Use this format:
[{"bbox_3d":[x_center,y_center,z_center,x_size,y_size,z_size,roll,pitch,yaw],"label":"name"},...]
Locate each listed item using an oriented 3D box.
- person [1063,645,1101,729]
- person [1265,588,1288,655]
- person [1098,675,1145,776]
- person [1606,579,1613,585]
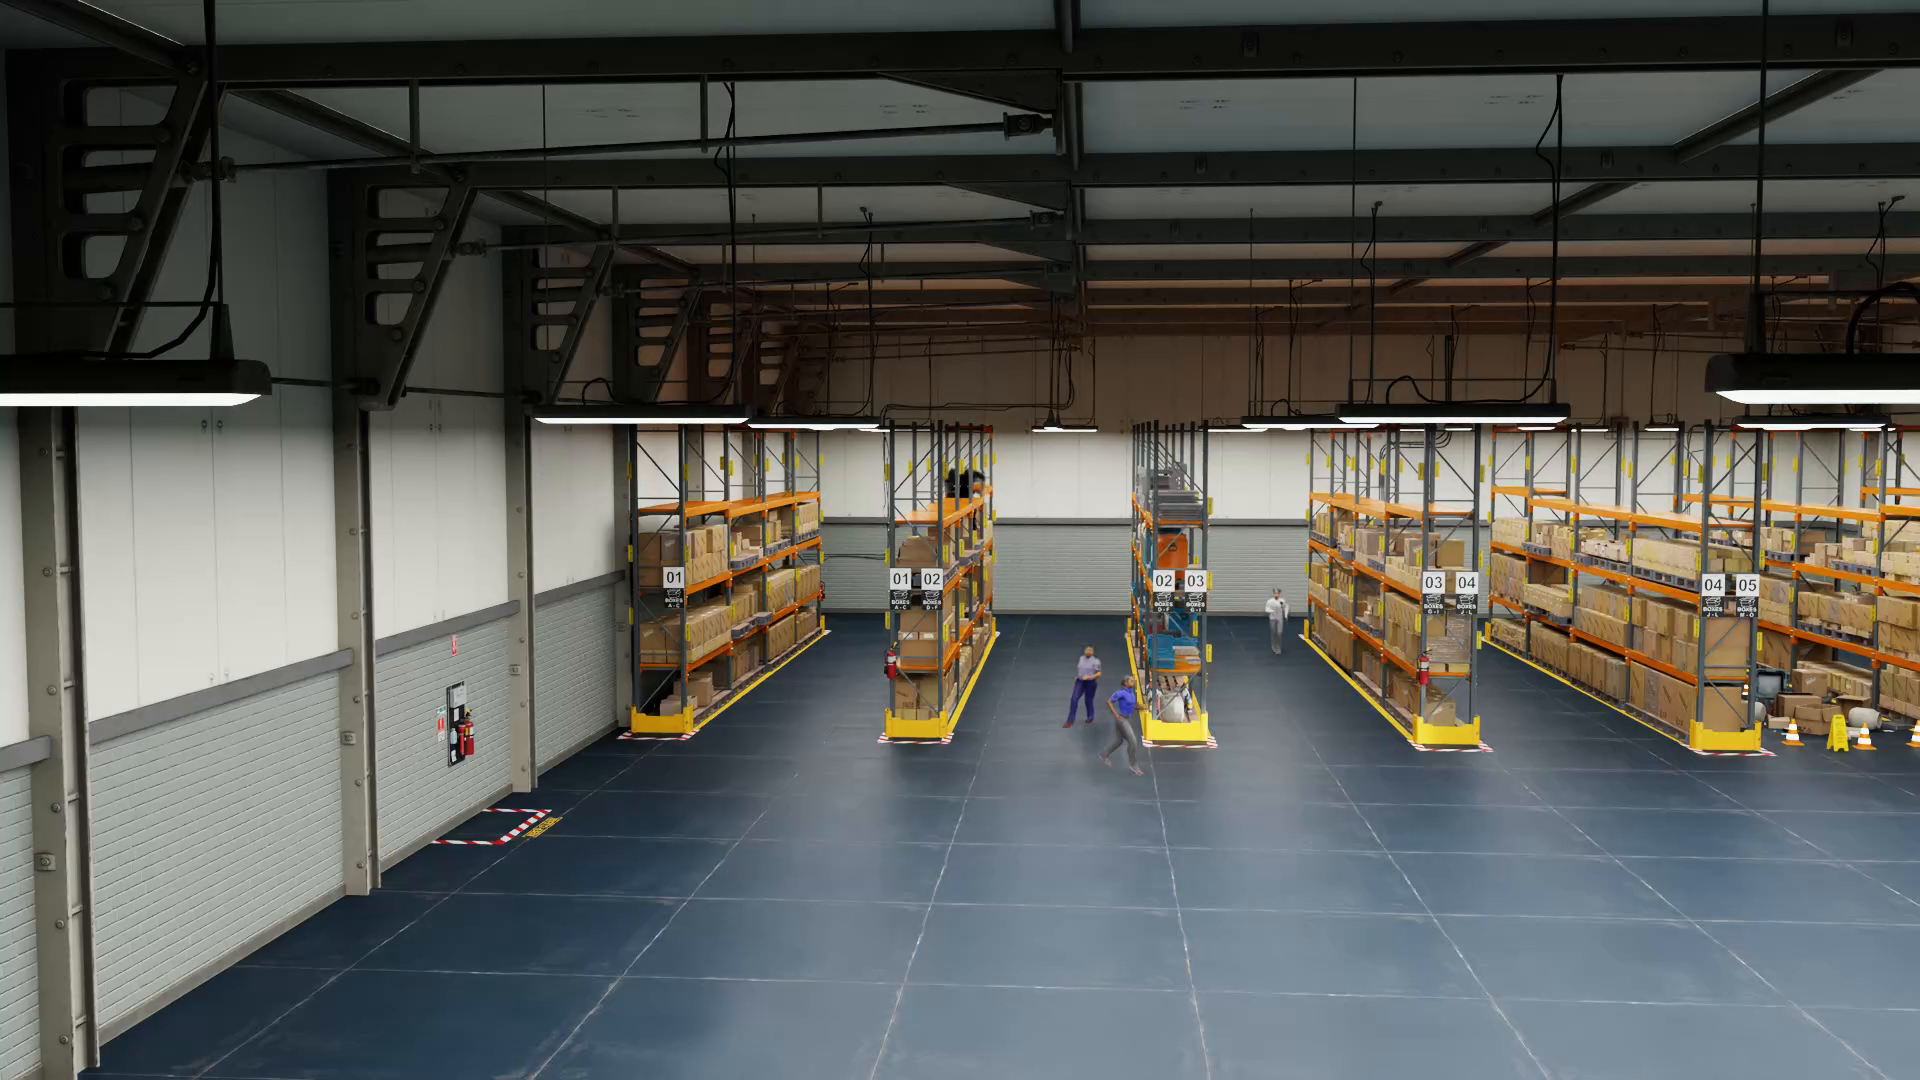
[{"bbox_3d":[2.461,2.835,32.425,0.671,1.619,0.898,2,4,25],"label":"person"},{"bbox_3d":[8.294,2.123,43.552,0.596,1.745,0.814,1,4,11],"label":"person"},{"bbox_3d":[2.722,3.117,28.148,0.906,1.697,0.610,2,4,27],"label":"person"},{"bbox_3d":[18.732,1.871,47.865,0.847,1.609,0.522,-1,4,-12],"label":"person"}]
